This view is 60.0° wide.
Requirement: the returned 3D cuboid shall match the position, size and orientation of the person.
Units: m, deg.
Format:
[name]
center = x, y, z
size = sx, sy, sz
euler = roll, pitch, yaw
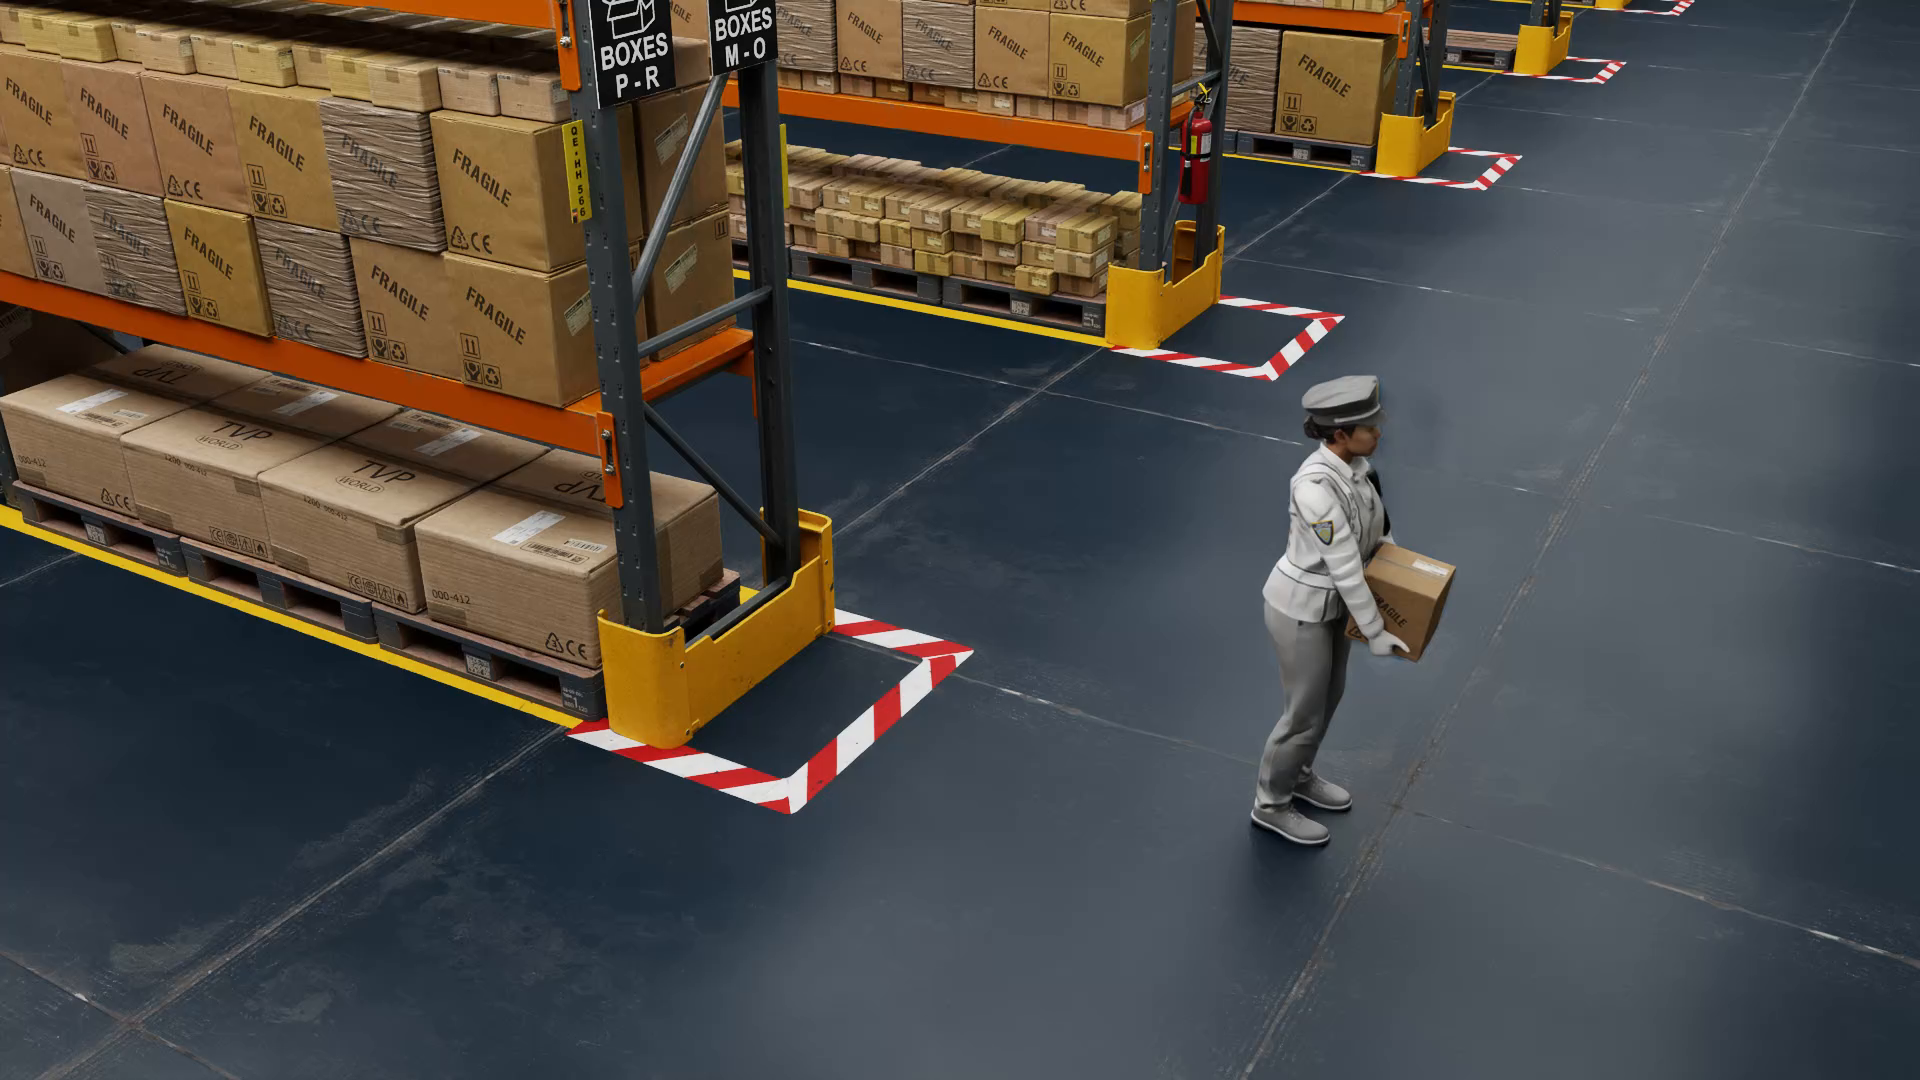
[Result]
[person]
center = 1.291, 0.250, 5.605
size = 0.530, 1.684, 0.416
euler = 14, 30, 25
